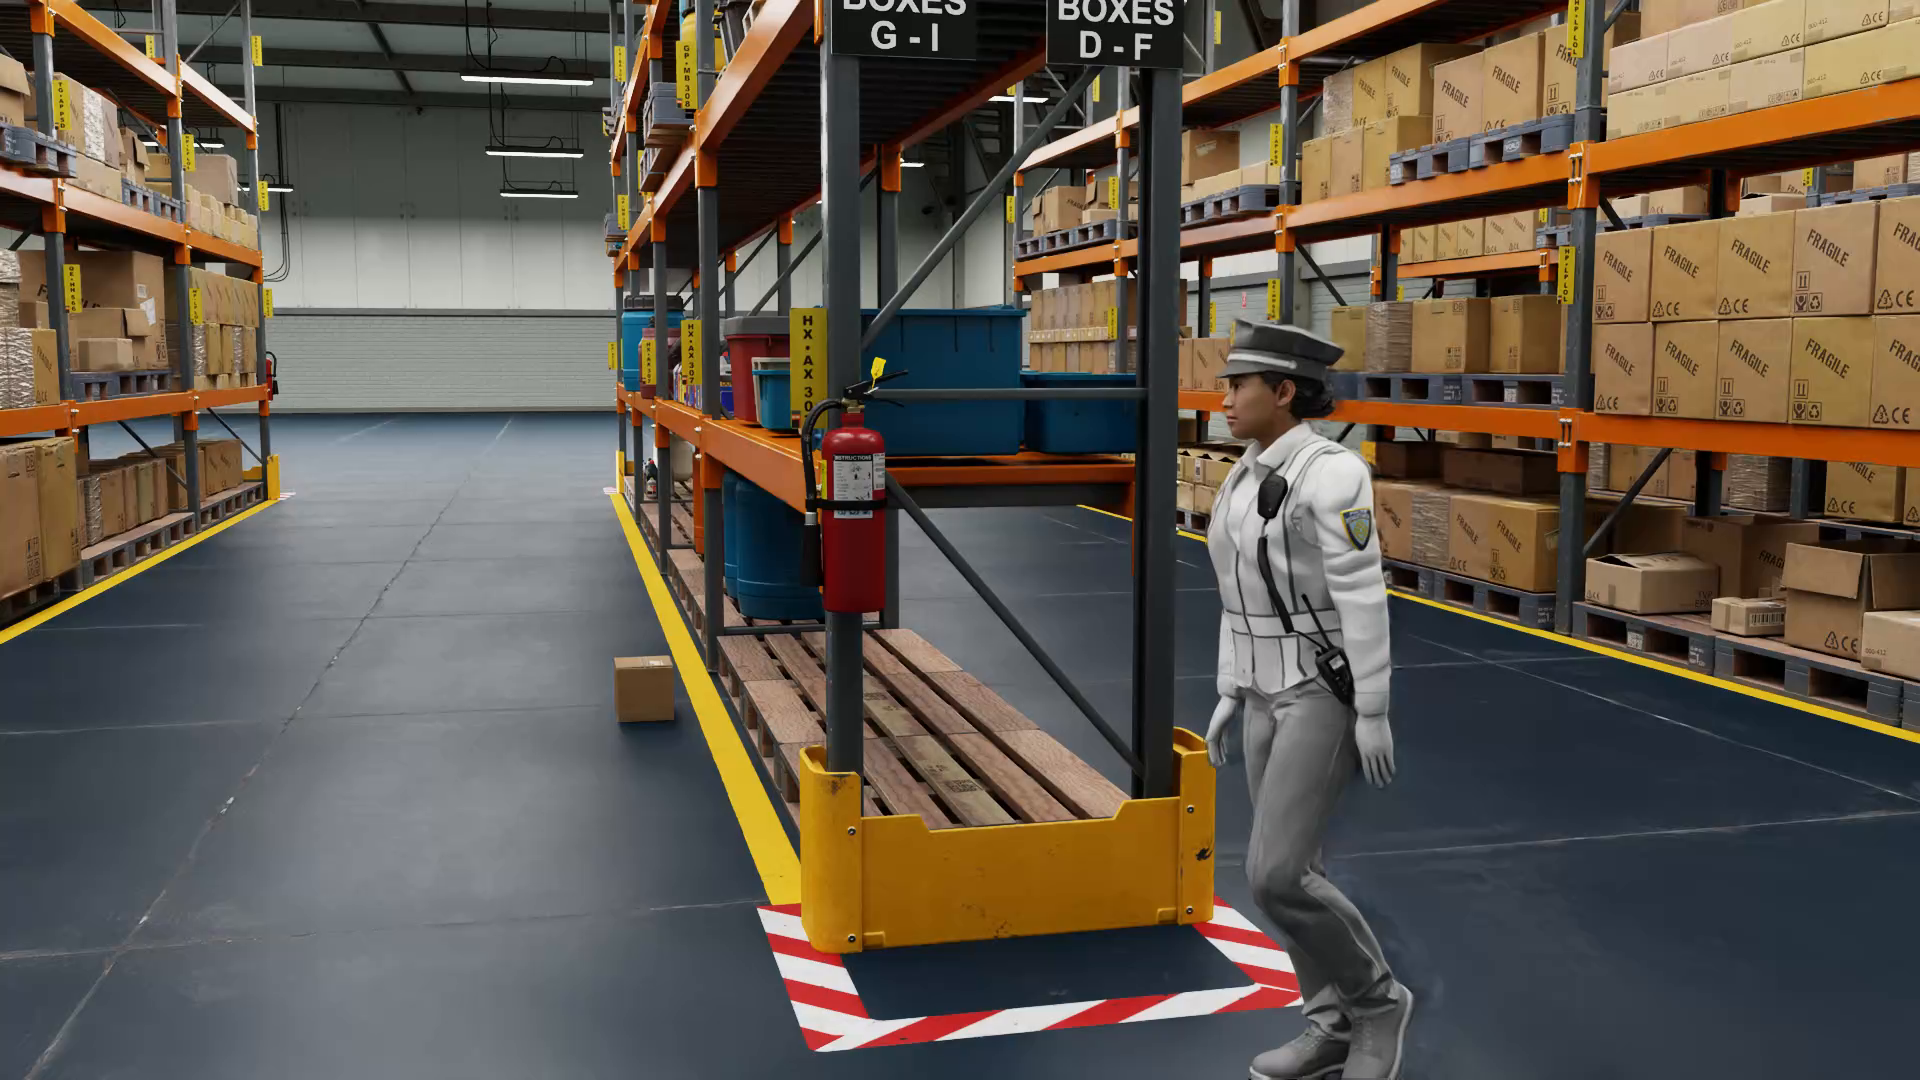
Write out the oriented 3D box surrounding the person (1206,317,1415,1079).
[{"bbox_3d":[0.745,0.356,3.634,0.419,1.674,0.513,-2,7,-18],"label":"person"}]
